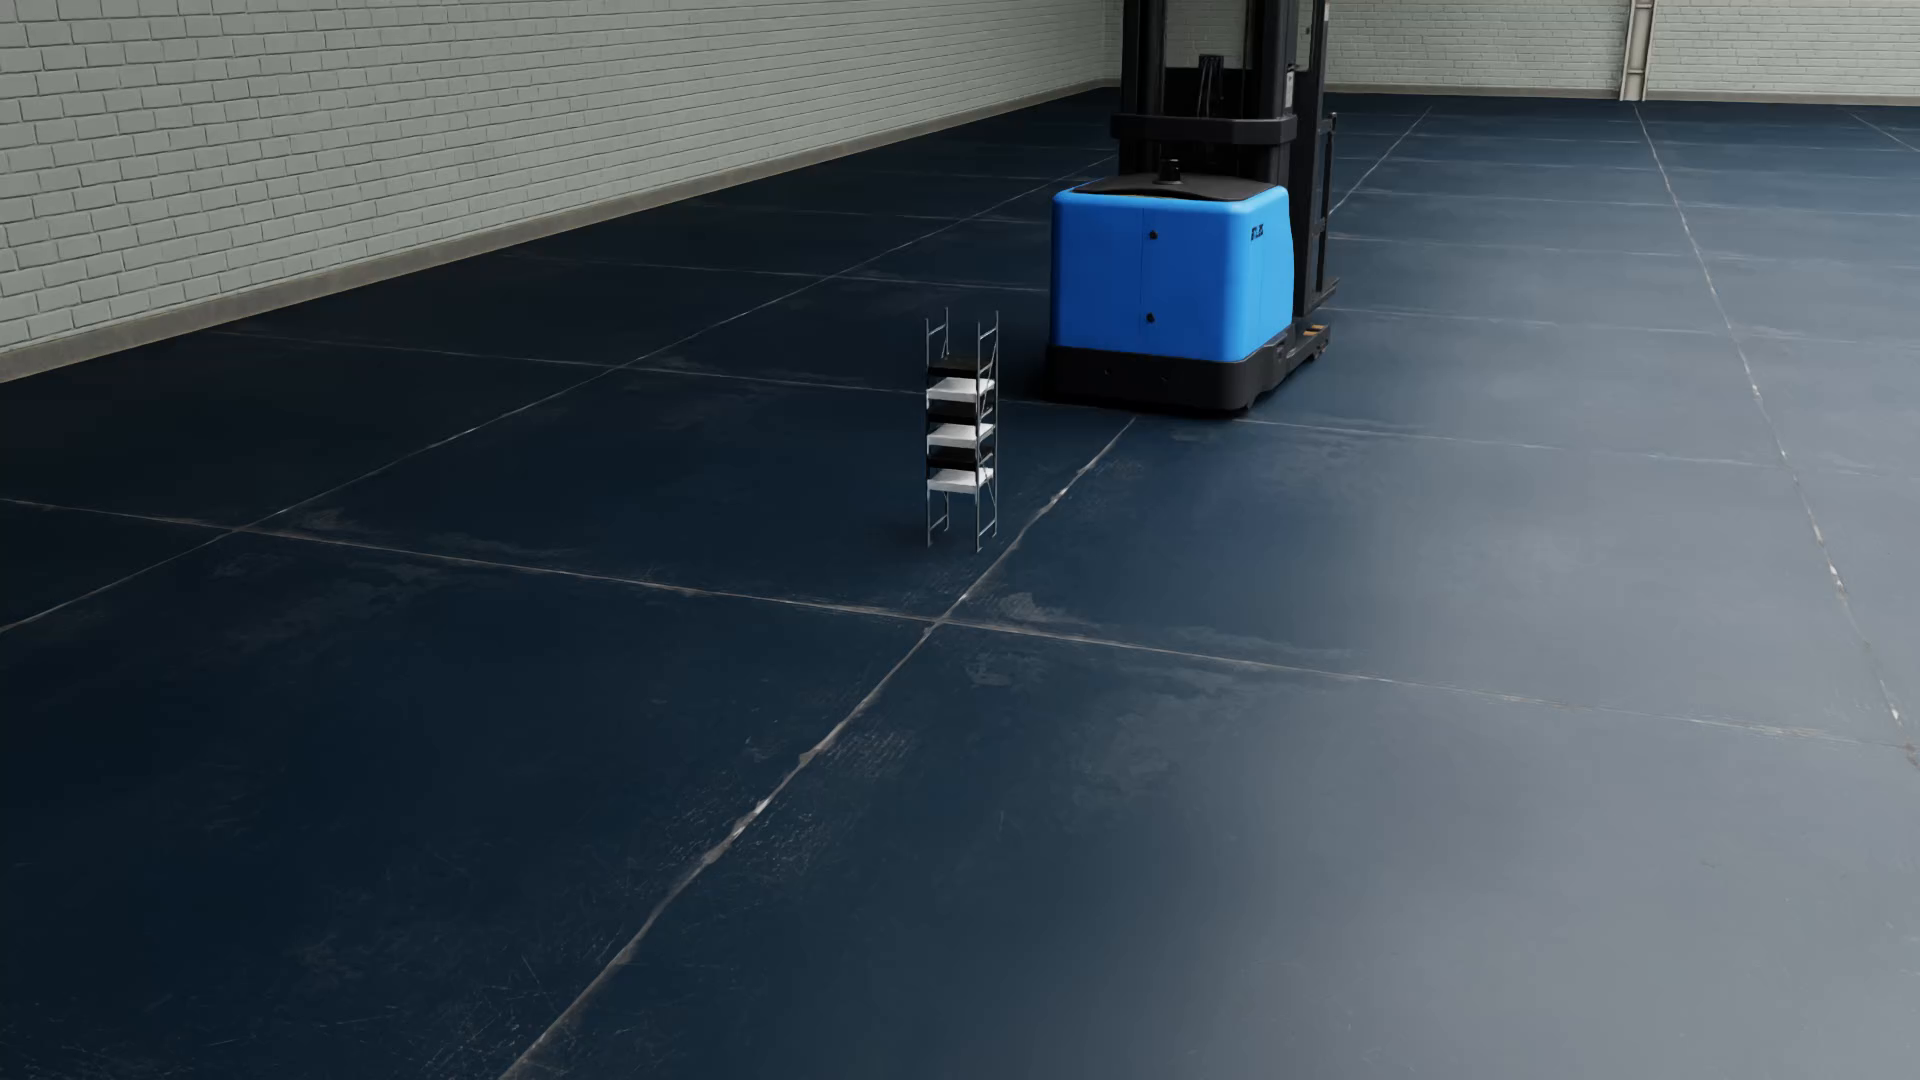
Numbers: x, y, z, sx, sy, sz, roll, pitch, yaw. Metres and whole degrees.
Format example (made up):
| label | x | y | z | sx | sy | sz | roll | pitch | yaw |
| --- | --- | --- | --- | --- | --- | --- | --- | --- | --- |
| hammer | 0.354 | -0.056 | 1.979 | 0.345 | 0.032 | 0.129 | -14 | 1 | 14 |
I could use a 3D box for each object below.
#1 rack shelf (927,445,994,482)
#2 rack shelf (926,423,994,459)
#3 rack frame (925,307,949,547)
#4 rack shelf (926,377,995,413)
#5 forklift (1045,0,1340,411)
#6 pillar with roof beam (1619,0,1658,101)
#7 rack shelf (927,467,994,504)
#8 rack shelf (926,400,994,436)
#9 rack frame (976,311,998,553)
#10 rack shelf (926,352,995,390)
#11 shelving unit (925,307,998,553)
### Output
| label | x | y | z | sx | sy | sz | roll | pitch | yaw |
| --- | --- | --- | --- | --- | --- | --- | --- | --- | --- |
| rack shelf | 0.008 | -0.308 | 6.466 | 0.200 | 0.077 | 0.258 | 7 | 20 | 18 |
| rack shelf | 0.008 | -0.393 | 6.437 | 0.200 | 0.077 | 0.258 | 7 | 20 | 18 |
| rack frame | -0.088 | -0.435 | 6.457 | 0.006 | 0.900 | 0.240 | 7 | 20 | 18 |
| rack shelf | 0.008 | -0.563 | 6.377 | 0.200 | 0.077 | 0.258 | 7 | 20 | 18 |
| forklift | 1.519 | -2.469 | 9.208 | 1.130 | 2.935 | 3.031 | 9 | 21 | 23 |
| pillar with roof beam | 9.616 | -10.134 | 21.977 | 0.400 | 9.000 | 9.100 | 7 | 20 | 18 |
| rack shelf | 0.008 | -0.223 | 6.496 | 0.200 | 0.077 | 0.258 | 7 | 20 | 18 |
| rack shelf | 0.008 | -0.478 | 6.407 | 0.200 | 0.077 | 0.258 | 7 | 20 | 18 |
| rack frame | 0.104 | -0.413 | 6.394 | 0.006 | 0.900 | 0.240 | 7 | 20 | 18 |
| rack shelf | 0.008 | -0.648 | 6.348 | 0.200 | 0.077 | 0.258 | 7 | 20 | 18 |
| shelving unit | 0.008 | -0.424 | 6.426 | 0.210 | 0.900 | 0.258 | 7 | 20 | 18 |
